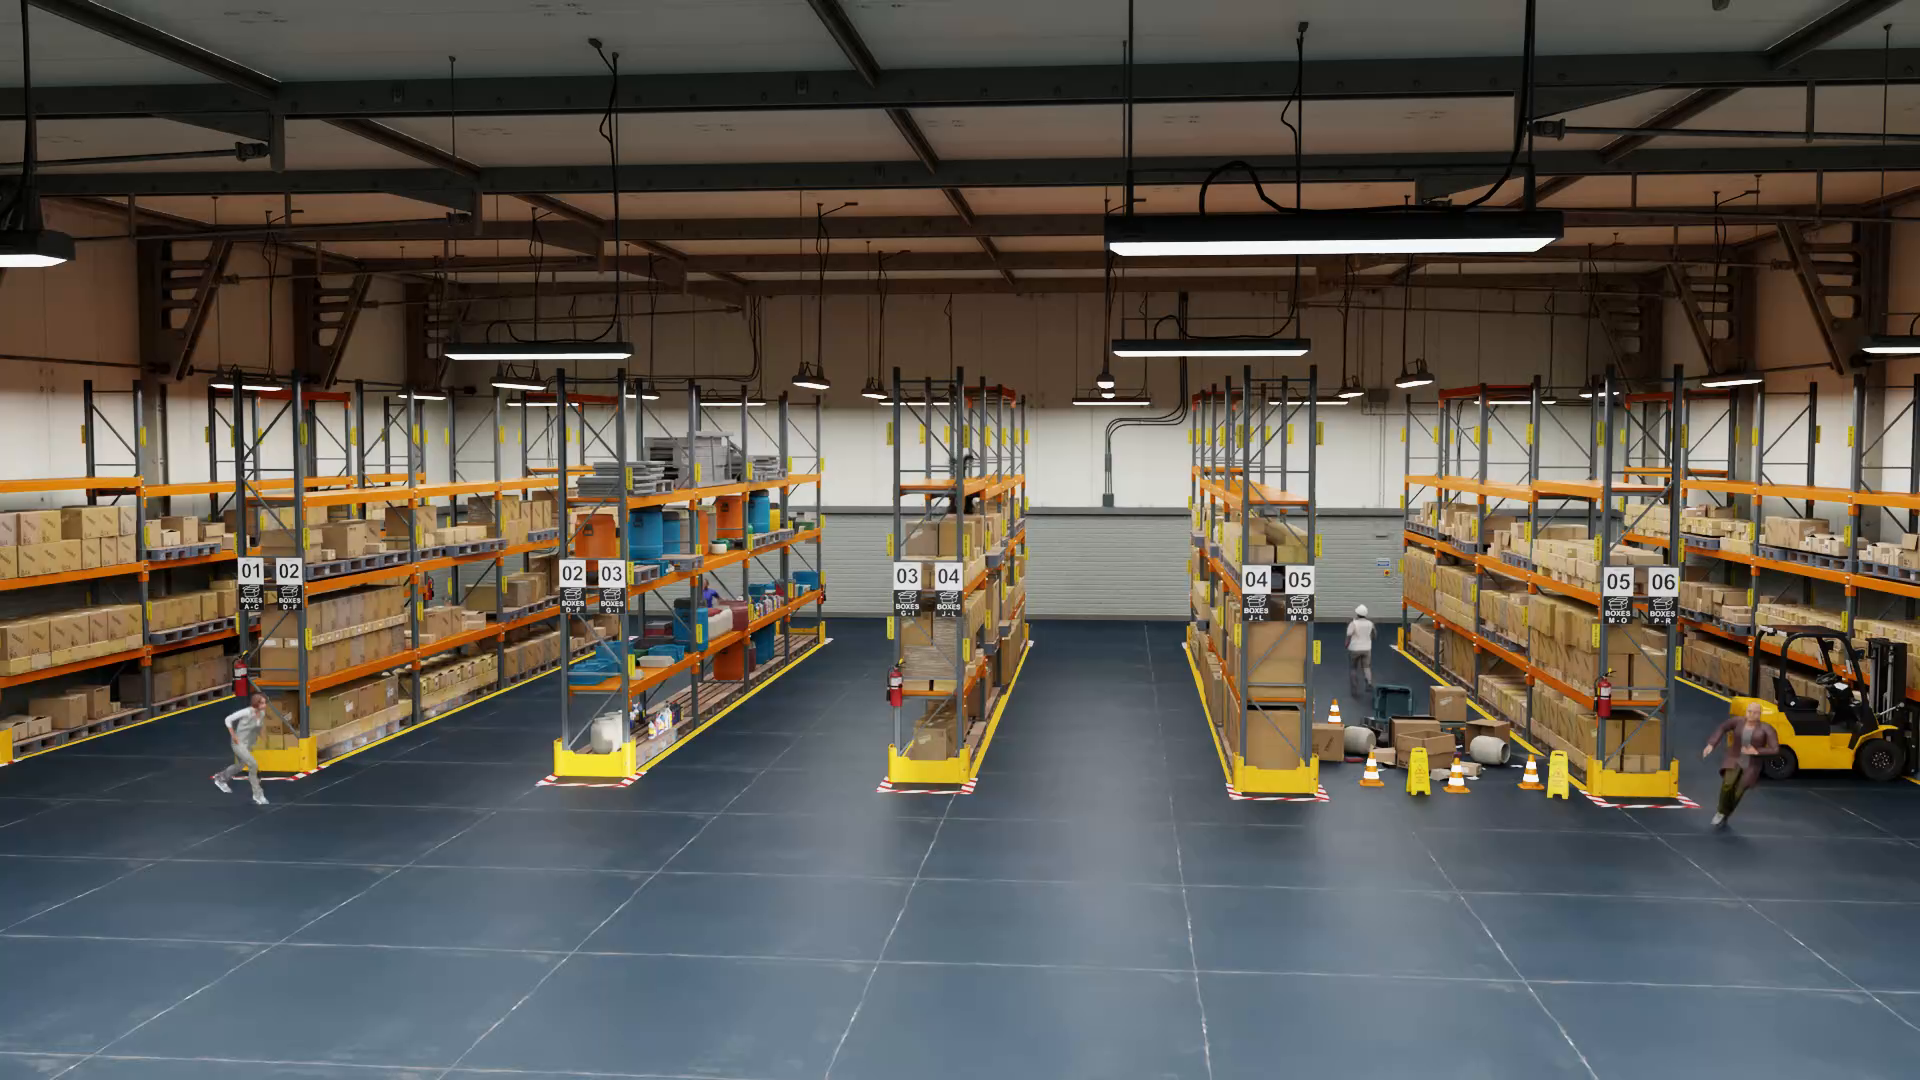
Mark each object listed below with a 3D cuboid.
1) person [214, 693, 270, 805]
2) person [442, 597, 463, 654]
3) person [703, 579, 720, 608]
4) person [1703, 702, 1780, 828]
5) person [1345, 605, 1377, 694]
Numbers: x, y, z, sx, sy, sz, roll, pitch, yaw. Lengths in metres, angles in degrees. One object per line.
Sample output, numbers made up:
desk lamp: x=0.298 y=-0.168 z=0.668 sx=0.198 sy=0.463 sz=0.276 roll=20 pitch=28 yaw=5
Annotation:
person: x=-9.847 y=2.849 z=22.716 sx=0.914 sy=1.549 sz=0.579 roll=2 pitch=4 yaw=23
person: x=-10.983 y=1.980 z=35.926 sx=0.596 sy=1.582 sz=0.773 roll=-1 pitch=4 yaw=-12
person: x=-5.936 y=1.758 z=38.927 sx=0.528 sy=1.715 sz=0.848 roll=1 pitch=4 yaw=12
person: x=9.931 y=2.872 z=21.155 sx=0.865 sy=1.674 sz=0.740 roll=2 pitch=4 yaw=23
person: x=7.739 y=2.127 z=32.121 sx=0.654 sy=1.749 sz=0.905 roll=0 pitch=4 yaw=-1
